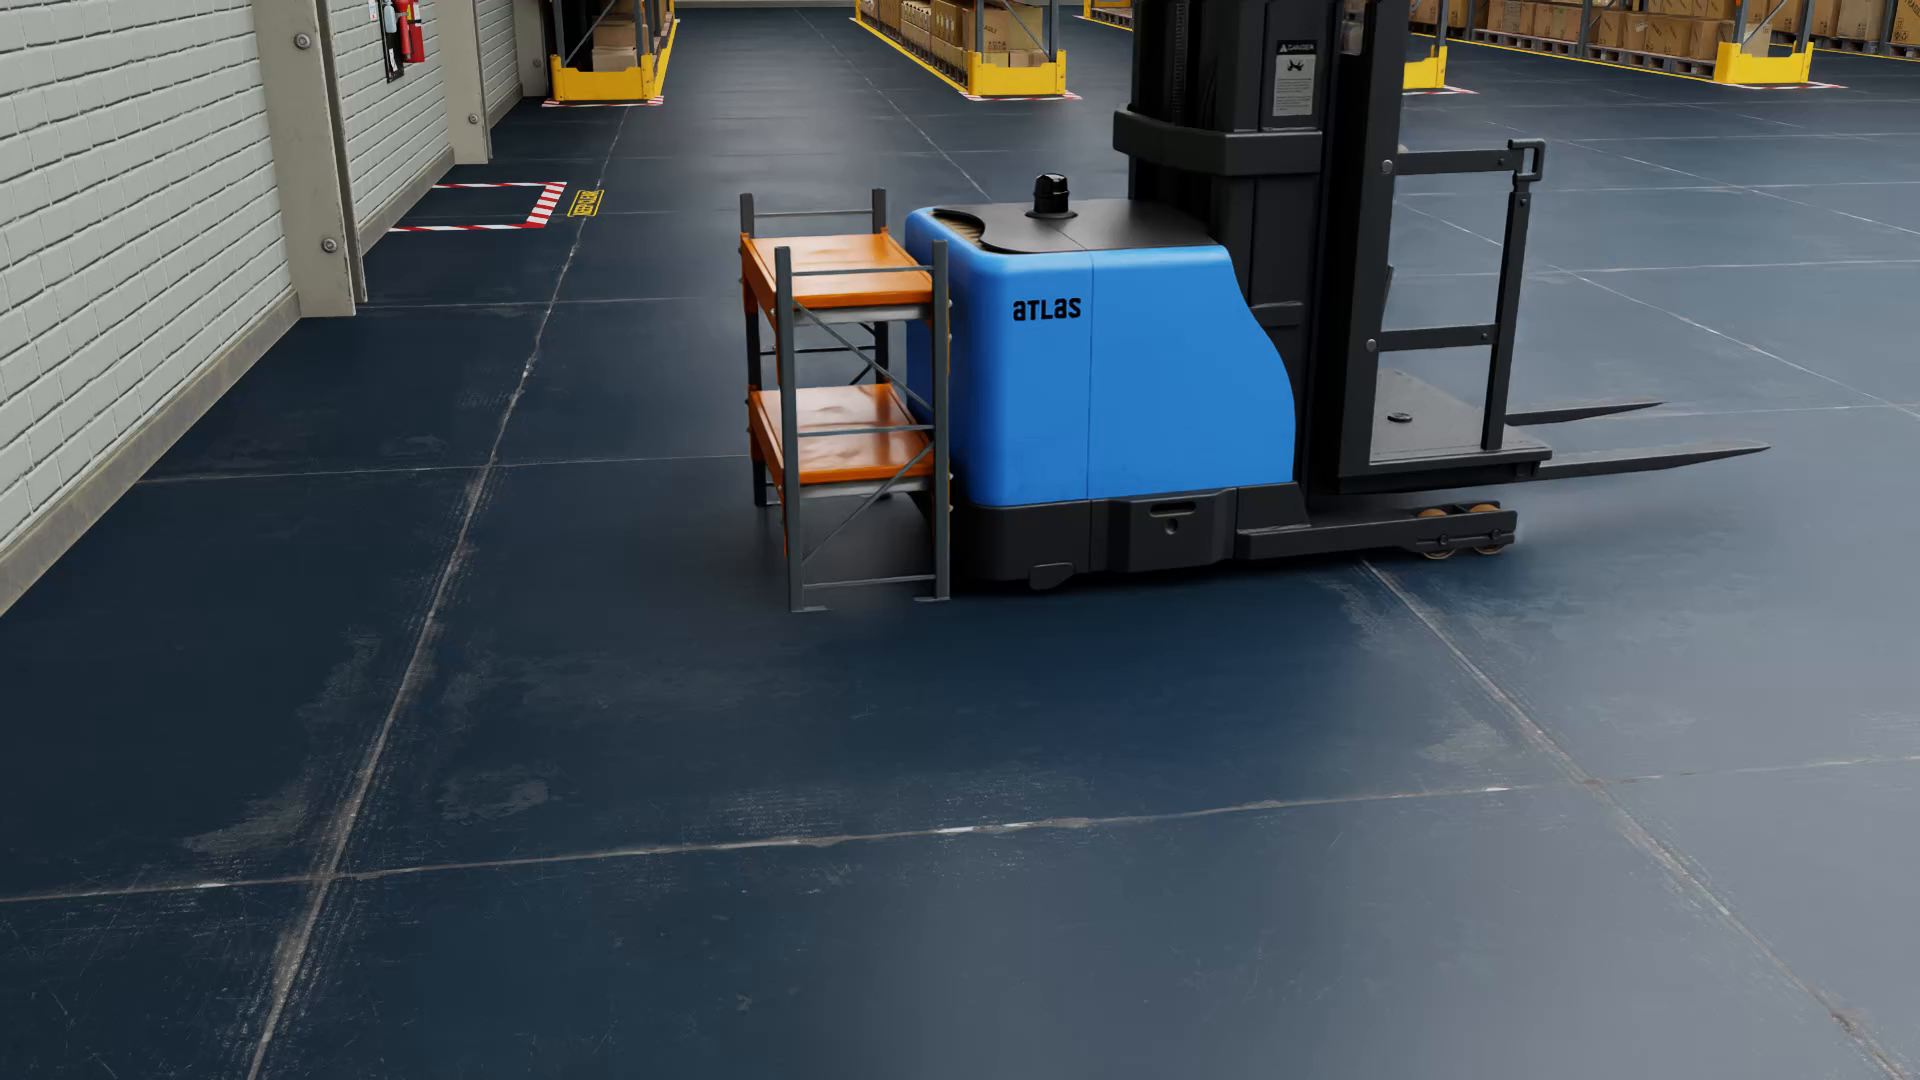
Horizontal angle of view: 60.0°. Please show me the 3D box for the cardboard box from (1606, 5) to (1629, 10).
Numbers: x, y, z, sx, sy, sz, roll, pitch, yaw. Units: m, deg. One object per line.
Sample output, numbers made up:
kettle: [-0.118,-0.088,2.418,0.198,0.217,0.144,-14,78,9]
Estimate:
cardboard box: [13.289,-10.728,33.627,0.380,0.149,0.250,-3,21,-7]

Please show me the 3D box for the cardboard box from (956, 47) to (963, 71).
cardboard box: [0.232,-6.132,21.177,0.500,0.250,0.500,-3,21,-8]

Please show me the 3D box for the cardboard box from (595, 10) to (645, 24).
cardboard box: [-5.072,-7.658,24.877,0.700,0.500,0.500,-3,21,-7]

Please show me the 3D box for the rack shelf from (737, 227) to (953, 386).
rack shelf: [-0.393,-0.772,5.337,0.538,0.278,1.000,-5,21,-12]

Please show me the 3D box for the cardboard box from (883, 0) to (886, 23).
cardboard box: [-1.127,-9.706,30.360,0.500,0.500,0.500,-3,21,-7]

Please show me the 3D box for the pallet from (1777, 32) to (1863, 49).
pallet: [14.471,-8.359,27.795,1.003,0.211,1.213,-3,21,-8]

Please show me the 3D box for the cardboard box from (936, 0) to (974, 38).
cardboard box: [-0.054,-7.176,22.900,0.500,0.500,0.500,-3,21,-8]

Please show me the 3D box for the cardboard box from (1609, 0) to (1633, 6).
cardboard box: [13.322,-10.842,33.507,0.380,0.149,0.250,-3,21,-7]

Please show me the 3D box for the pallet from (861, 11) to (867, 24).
pallet: [-1.494,-10.811,34.361,1.003,0.211,1.213,-3,21,-8]

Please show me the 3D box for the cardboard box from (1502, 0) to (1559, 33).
cardboard box: [9.545,-8.761,27.830,0.700,0.500,0.500,-5,21,-12]

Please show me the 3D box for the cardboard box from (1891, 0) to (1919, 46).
cardboard box: [14.857,-7.959,25.174,0.875,0.875,0.875,-3,21,-7]

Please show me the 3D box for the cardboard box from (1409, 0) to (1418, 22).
cardboard box: [9.001,-10.205,31.188,1.225,0.875,0.875,-4,21,-10]

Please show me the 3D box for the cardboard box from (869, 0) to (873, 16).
cardboard box: [-1.515,-10.424,32.553,0.500,0.311,0.500,-3,21,-8]

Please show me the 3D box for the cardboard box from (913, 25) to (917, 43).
cardboard box: [-0.454,-7.831,25.726,0.500,0.250,0.500,-2,21,-7]

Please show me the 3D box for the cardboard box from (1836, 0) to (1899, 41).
cardboard box: [14.657,-8.332,26.352,1.050,0.750,0.750,-3,21,-8]

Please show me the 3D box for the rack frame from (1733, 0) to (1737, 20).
rack frame: [14.259,-10.363,29.176,1.000,3.000,0.127,-3,21,-8]

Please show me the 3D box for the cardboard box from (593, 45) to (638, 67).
cardboard box: [-4.308,-6.017,20.753,0.500,0.311,0.500,-1,21,-3]

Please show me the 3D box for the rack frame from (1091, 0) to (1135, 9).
rack frame: [3.282,-12.668,35.347,1.000,3.000,0.127,-3,21,-8]

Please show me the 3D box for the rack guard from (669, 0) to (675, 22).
rack guard: [-6.525,-11.006,34.469,1.175,0.500,0.348,-3,21,-8]

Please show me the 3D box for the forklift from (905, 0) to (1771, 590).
forklift: [1.372,-1.480,5.490,3.031,2.935,1.130,-5,21,-14]

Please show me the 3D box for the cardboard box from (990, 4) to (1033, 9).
cardboard box: [0.670,-6.682,21.578,0.500,0.500,0.500,-3,21,-8]

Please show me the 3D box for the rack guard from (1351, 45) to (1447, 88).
rack guard: [5.531,-5.982,21.017,1.175,0.500,0.348,-3,21,-8]

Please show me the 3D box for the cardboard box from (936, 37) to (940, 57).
cardboard box: [-0.057,-6.824,23.031,0.500,0.250,0.500,-3,21,-8]

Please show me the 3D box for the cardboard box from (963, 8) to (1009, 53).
cardboard box: [0.314,-6.311,20.583,0.500,0.500,0.500,-3,21,-8]

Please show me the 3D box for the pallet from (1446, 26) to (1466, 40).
pallet: [9.297,-9.119,29.829,1.003,0.211,1.213,-3,21,-8]

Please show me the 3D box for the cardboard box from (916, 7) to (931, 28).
cardboard box: [-0.383,-7.915,25.149,0.500,0.311,0.500,-3,21,-8]

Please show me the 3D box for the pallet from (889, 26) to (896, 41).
pallet: [-0.710,-9.025,29.580,1.003,0.211,1.213,-3,21,-8]

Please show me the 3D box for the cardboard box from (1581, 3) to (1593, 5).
cardboard box: [13.139,-11.087,34.587,0.380,0.149,0.250,-3,21,-8]

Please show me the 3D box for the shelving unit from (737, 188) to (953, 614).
shelving unit: [-0.392,-0.498,5.439,0.538,1.125,1.048,-5,21,-12]

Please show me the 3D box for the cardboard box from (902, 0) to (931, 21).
cardboard box: [-0.682,-8.625,27.050,0.500,0.311,0.500,-2,21,-6]

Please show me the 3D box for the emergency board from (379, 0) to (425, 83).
emergency board: [-3.989,-3.893,11.852,0.194,1.169,0.643,-3,21,-8]

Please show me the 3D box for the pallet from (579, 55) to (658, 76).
pallet: [-4.660,-6.477,22.756,1.003,0.211,1.213,-3,21,-8]

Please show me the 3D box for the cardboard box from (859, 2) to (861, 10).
cardboard box: [-1.900,-11.128,34.669,0.380,0.149,0.250,-3,21,-8]

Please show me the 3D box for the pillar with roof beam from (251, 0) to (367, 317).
pillar with roof beam: [0.818,-5.700,8.117,9.100,9.000,0.400,-3,21,-8]

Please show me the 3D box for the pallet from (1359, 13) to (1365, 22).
pallet: [8.727,-10.494,33.512,1.003,0.211,1.213,-3,21,-8]

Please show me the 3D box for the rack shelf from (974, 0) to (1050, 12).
rack shelf: [0.398,-7.236,21.830,1.077,0.370,4.000,-3,21,-8]

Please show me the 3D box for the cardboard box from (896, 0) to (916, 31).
cardboard box: [-0.834,-8.997,28.462,0.500,0.500,0.500,-2,21,-6]

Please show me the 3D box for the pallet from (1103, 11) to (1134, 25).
pallet: [3.535,-10.653,33.937,1.003,0.211,1.213,-3,21,-8]

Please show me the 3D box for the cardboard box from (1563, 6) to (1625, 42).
cardboard box: [9.846,-8.012,25.825,0.700,0.500,0.500,-5,21,-12]

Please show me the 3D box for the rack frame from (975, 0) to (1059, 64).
rack frame: [0.686,-6.880,19.850,1.000,3.000,0.127,-3,21,-8]

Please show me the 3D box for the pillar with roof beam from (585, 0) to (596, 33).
pillar with roof beam: [-2.642,-14.010,30.365,9.100,9.000,0.400,-3,21,-8]

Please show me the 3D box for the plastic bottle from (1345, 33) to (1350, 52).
plastic bottle: [5.483,-7.001,23.436,0.152,0.276,0.135,-3,21,-7]

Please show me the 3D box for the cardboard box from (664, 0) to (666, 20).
cardboard box: [-5.723,-9.755,30.019,0.750,0.750,0.750,-3,21,-7]

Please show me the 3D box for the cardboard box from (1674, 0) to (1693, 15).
cardboard box: [13.742,-9.966,31.085,0.500,0.500,0.500,-4,21,-10]

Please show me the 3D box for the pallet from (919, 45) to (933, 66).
pallet: [-0.035,-7.212,24.724,1.003,0.211,1.213,-3,21,-8]

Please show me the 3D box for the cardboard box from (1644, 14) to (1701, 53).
cardboard box: [10.188,-7.240,23.785,0.500,0.500,0.500,-5,21,-13]

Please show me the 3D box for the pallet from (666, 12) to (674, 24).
pallet: [-6.329,-10.589,33.767,1.003,0.211,1.213,-3,21,-8]
